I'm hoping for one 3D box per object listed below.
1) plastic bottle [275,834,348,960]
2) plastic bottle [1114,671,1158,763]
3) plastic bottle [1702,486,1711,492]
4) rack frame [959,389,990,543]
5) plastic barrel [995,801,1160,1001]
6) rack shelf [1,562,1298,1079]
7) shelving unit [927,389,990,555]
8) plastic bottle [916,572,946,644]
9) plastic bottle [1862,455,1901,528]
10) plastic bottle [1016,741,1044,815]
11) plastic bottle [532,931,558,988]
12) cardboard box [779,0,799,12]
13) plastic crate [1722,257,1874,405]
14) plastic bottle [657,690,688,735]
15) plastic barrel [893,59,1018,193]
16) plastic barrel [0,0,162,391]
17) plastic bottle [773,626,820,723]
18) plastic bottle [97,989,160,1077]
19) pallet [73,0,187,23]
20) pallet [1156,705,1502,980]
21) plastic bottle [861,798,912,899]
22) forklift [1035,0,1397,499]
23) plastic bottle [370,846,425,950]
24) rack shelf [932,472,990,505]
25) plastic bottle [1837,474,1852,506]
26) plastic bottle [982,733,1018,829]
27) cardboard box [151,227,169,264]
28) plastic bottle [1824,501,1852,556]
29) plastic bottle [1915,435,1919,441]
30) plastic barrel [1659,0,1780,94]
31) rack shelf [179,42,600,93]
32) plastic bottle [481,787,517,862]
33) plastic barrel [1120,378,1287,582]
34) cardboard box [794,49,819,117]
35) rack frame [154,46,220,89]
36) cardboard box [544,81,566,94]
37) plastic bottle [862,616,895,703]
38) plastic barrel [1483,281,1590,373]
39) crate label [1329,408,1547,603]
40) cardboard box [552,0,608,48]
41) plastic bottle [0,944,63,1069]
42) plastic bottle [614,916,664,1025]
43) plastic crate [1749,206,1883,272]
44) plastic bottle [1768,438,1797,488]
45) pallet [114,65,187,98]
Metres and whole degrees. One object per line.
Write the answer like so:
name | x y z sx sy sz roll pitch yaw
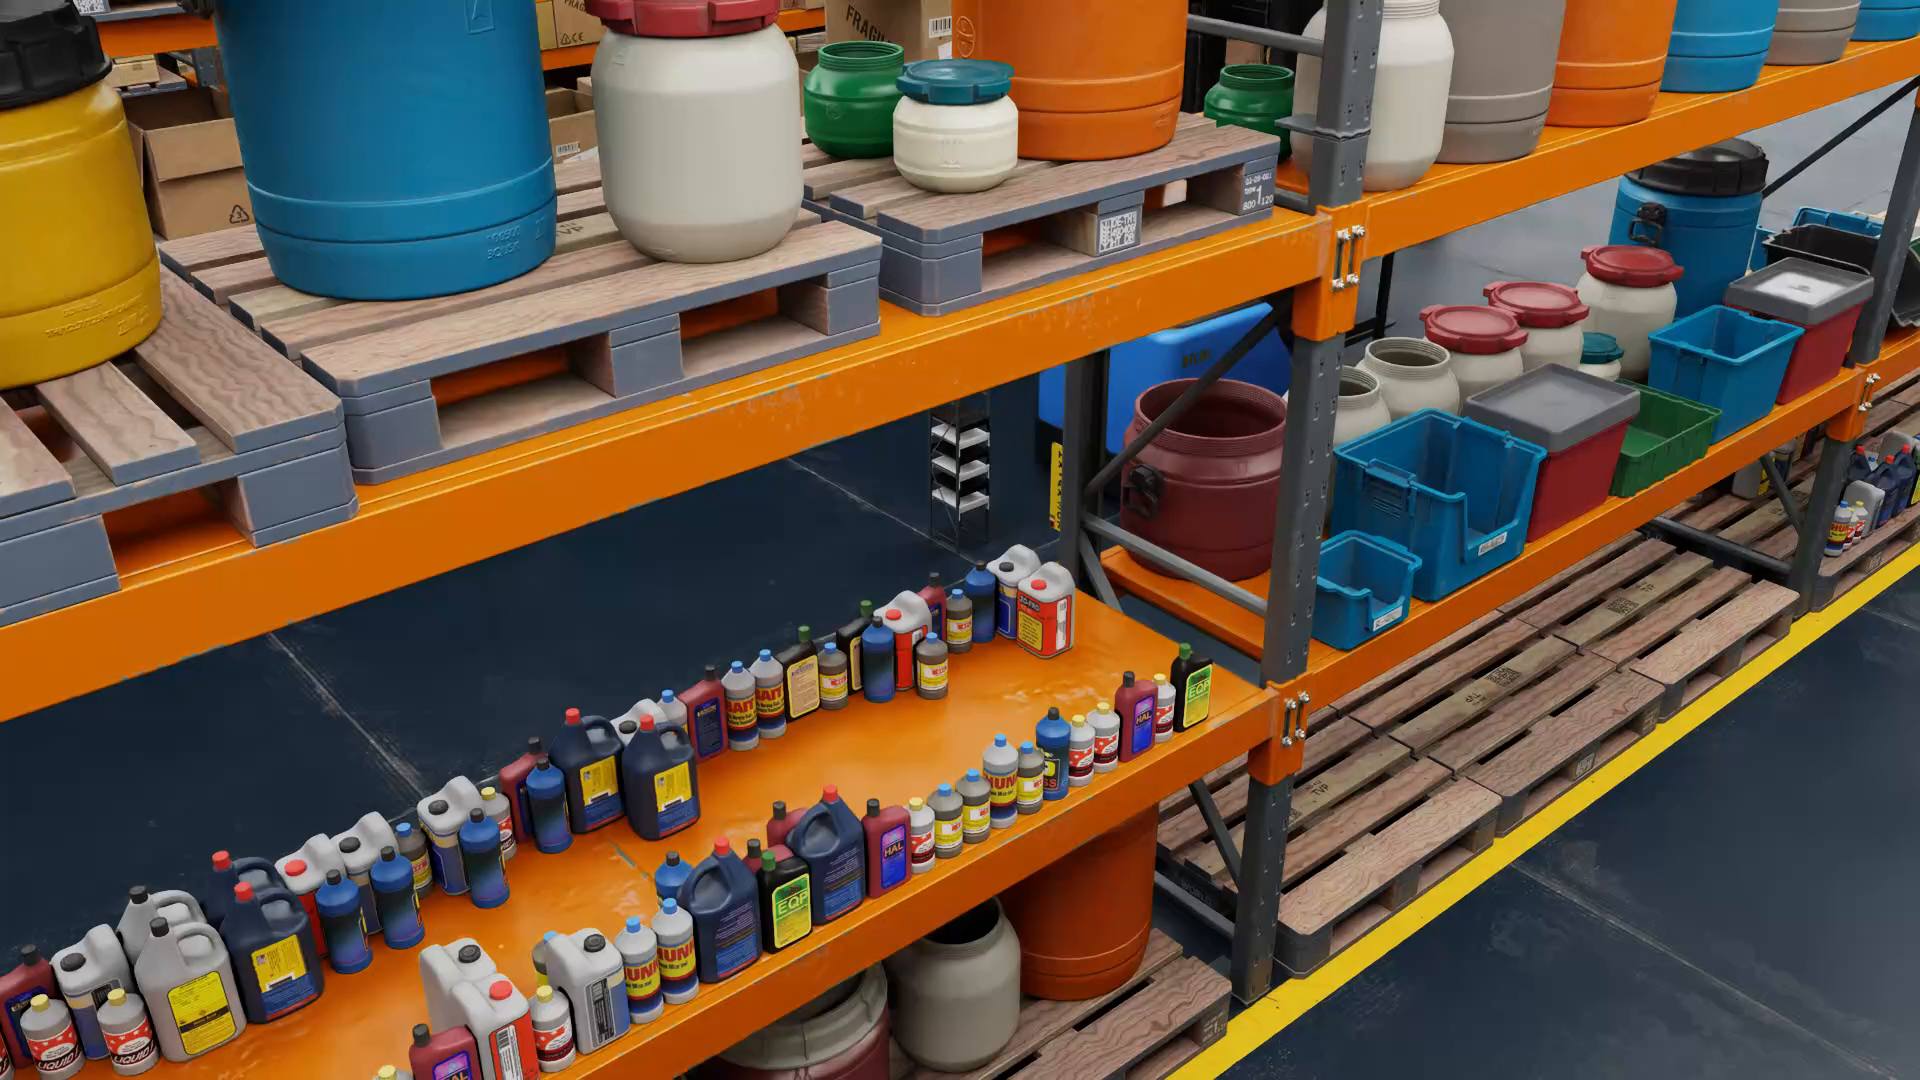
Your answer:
plastic bottle | -1.581 0.868 4.075 0.135 0.276 0.152 -22 35 -35
plastic bottle | 0.504 0.491 4.772 0.133 0.283 0.061 -22 35 -35
plastic bottle | 3.905 -0.393 8.718 0.133 0.283 0.061 -20 34 -33
rack frame | 0.071 -0.426 8.591 0.006 0.900 0.240 -22 35 -35
plastic barrel | 0.349 1.020 5.516 0.708 0.830 0.600 -22 35 -35
rack shelf | -0.811 1.021 4.420 4.000 0.370 1.077 -22 35 -35
shelving unit | -0.006 -0.394 8.533 0.210 0.900 0.258 -22 35 -35
plastic bottle | -0.108 0.244 5.234 0.133 0.283 0.061 -22 35 -35
plastic bottle | 4.637 -0.255 8.389 0.185 0.351 0.144 -21 34 -34
plastic bottle | 0.182 0.645 4.571 0.097 0.201 0.097 0 28 0
plastic bottle | -0.947 1.005 3.897 0.097 0.201 0.097 0 28 0
cardboard box | -1.927 -5.076 14.907 0.550 0.550 0.875 -22 35 -35
plastic crate | 3.584 -0.902 7.187 0.583 0.464 0.402 -22 35 -35
plastic bottle | -0.813 0.544 4.685 0.097 0.271 0.097 0 28 0
plastic barrel | -0.010 -0.974 3.909 0.301 0.262 0.301 0 28 0
plastic barrel | -1.770 -0.627 2.913 0.600 0.588 0.600 0 28 0
plastic bottle | -0.488 0.397 4.948 0.133 0.283 0.061 -22 35 -35
plastic bottle | -1.869 1.094 3.731 0.097 0.201 0.097 0 28 0
pallet | -3.808 -2.364 7.009 1.213 0.211 1.003 -20 34 -33
pallet | 1.325 1.099 6.469 1.213 0.211 1.003 -22 35 -35
plastic bottle | -0.190 0.770 4.250 0.133 0.283 0.061 -22 35 -35
forklift | 1.888 -1.990 9.364 3.031 2.935 1.130 -21 35 -34
plastic bottle | -1.383 0.868 4.080 0.097 0.271 0.097 0 28 0
rack shelf | -0.006 -0.286 8.591 0.200 0.077 0.258 -22 35 -35
plastic bottle | 4.439 -0.214 8.384 0.133 0.283 0.061 -22 35 -35
plastic bottle | 0.108 0.644 4.499 0.097 0.271 0.097 0 28 0
cardboard box | -3.495 -1.178 7.665 0.500 0.500 0.500 -23 36 -36
plastic bottle | 4.280 -0.062 8.112 0.097 0.271 0.097 0 28 0
plastic bottle | 5.134 -0.464 8.938 0.097 0.201 0.097 0 28 0
plastic barrel | 2.512 -2.042 5.674 0.708 0.901 0.600 -22 35 -35
rack shelf | -4.125 -3.788 13.418 4.000 0.370 1.077 -22 35 -35
plastic bottle | -1.232 0.744 4.387 0.097 0.201 0.097 0 28 0
plastic barrel | 0.867 -0.218 5.832 0.708 0.536 0.600 -22 35 -35
cardboard box | -0.720 -2.575 9.830 0.637 0.503 0.797 -18 33 -30
rack frame | -5.647 -3.493 12.104 0.127 3.000 1.000 -22 35 -35
cardboard box | -3.754 -3.394 13.859 0.750 0.750 1.050 -22 35 -35
plastic bottle | -0.247 0.355 5.041 0.097 0.271 0.097 0 28 0
plastic barrel | 2.325 -0.753 6.832 0.433 0.535 0.433 0 28 0
crate label | 1.642 -0.130 5.774 0.616 0.435 0.502 -22 35 -35
cardboard box | -3.211 -4.351 13.603 0.500 0.500 0.500 -22 35 -35
plastic bottle | -2.096 1.044 3.738 0.133 0.283 0.061 -22 35 -35
plastic bottle | -0.746 0.988 3.856 0.097 0.271 0.097 0 28 0
plastic crate | 4.419 -1.502 8.535 0.616 0.251 0.499 -22 35 -35
plastic bottle | 4.318 -0.438 8.810 0.135 0.276 0.152 -22 35 -35
pallet | -6.120 -3.152 11.670 1.003 0.211 1.213 -22 35 -35
